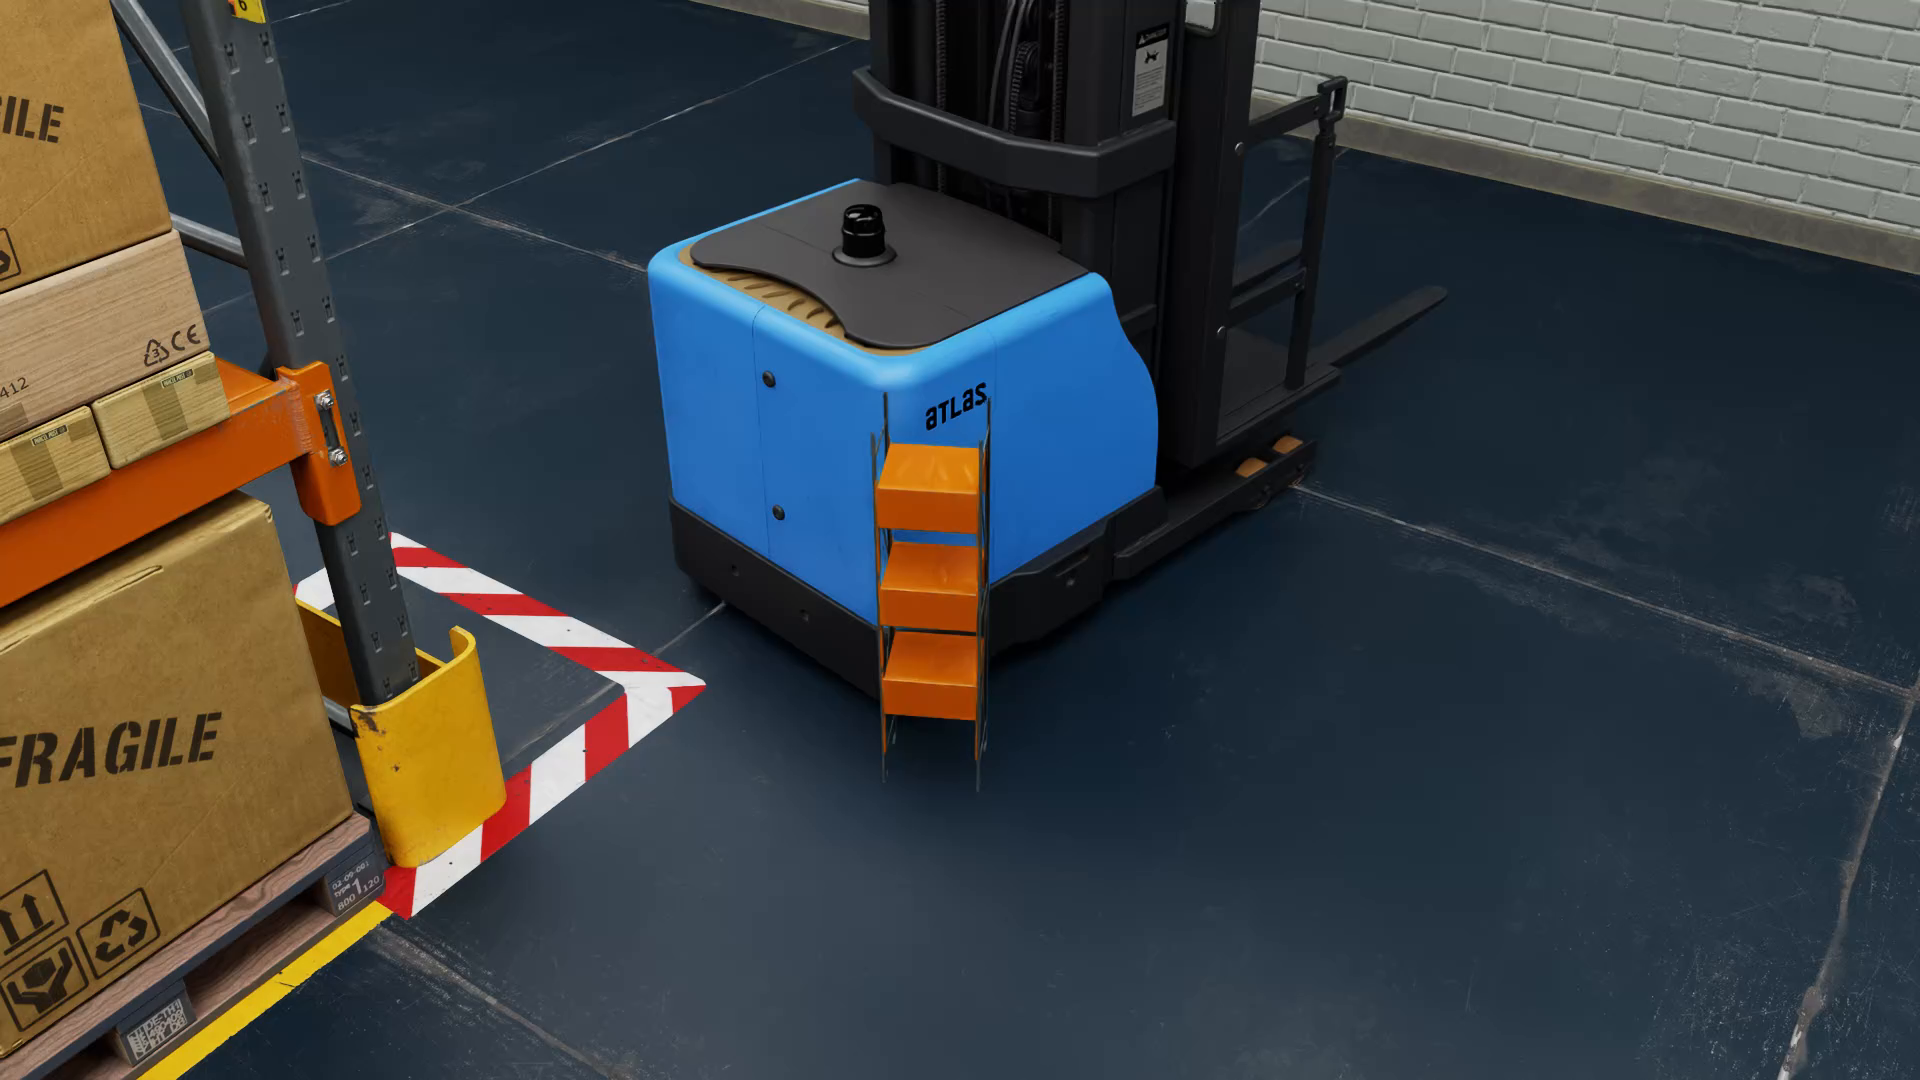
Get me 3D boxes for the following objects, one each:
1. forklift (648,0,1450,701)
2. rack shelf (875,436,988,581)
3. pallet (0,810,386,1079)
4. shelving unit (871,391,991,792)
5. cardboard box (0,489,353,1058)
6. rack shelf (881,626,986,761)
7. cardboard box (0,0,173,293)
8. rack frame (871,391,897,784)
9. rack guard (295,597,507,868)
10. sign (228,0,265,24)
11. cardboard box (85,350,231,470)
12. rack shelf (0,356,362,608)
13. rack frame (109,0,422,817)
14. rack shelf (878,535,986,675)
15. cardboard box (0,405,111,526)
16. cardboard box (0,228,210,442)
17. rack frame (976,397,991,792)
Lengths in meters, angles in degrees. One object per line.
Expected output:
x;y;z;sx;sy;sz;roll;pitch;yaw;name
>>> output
0.534;-1.495;4.845;1.130;2.935;3.031;29;44;36;forklift
-0.064;-0.076;3.937;0.240;0.259;0.215;4;34;6;rack shelf
-2.120;0.868;3.778;1.003;0.211;1.213;21;39;28;pallet
-0.064;0.150;4.090;0.252;1.050;0.215;4;34;6;shelving unit
-2.028;0.346;3.583;0.875;0.875;0.875;21;39;28;cardboard box
-0.064;0.389;4.252;0.240;0.259;0.215;4;34;6;rack shelf
-1.791;-0.744;2.871;0.500;0.500;0.500;22;40;29;cardboard box
-0.185;0.142;4.102;0.008;1.050;0.200;4;34;6;rack frame
-1.715;0.344;4.295;1.175;0.500;0.348;21;39;28;rack guard
-1.291;-1.078;2.922;0.100;0.325;0.005;21;39;28;sign
-1.661;-0.307;3.251;0.380;0.149;0.250;22;40;29;cardboard box
-2.869;0.538;2.419;1.077;0.370;4.000;21;39;28;rack shelf
-1.729;-0.680;3.578;1.000;3.000;0.127;21;39;28;rack frame
-0.064;0.159;4.096;0.240;0.259;0.215;4;34;6;rack shelf
-1.808;-0.187;3.073;0.380;0.149;0.250;22;40;29;cardboard box
-1.787;-0.434;3.082;0.500;0.250;0.500;21;39;27;cardboard box
0.057;0.158;4.078;0.008;1.050;0.200;4;34;6;rack frame
